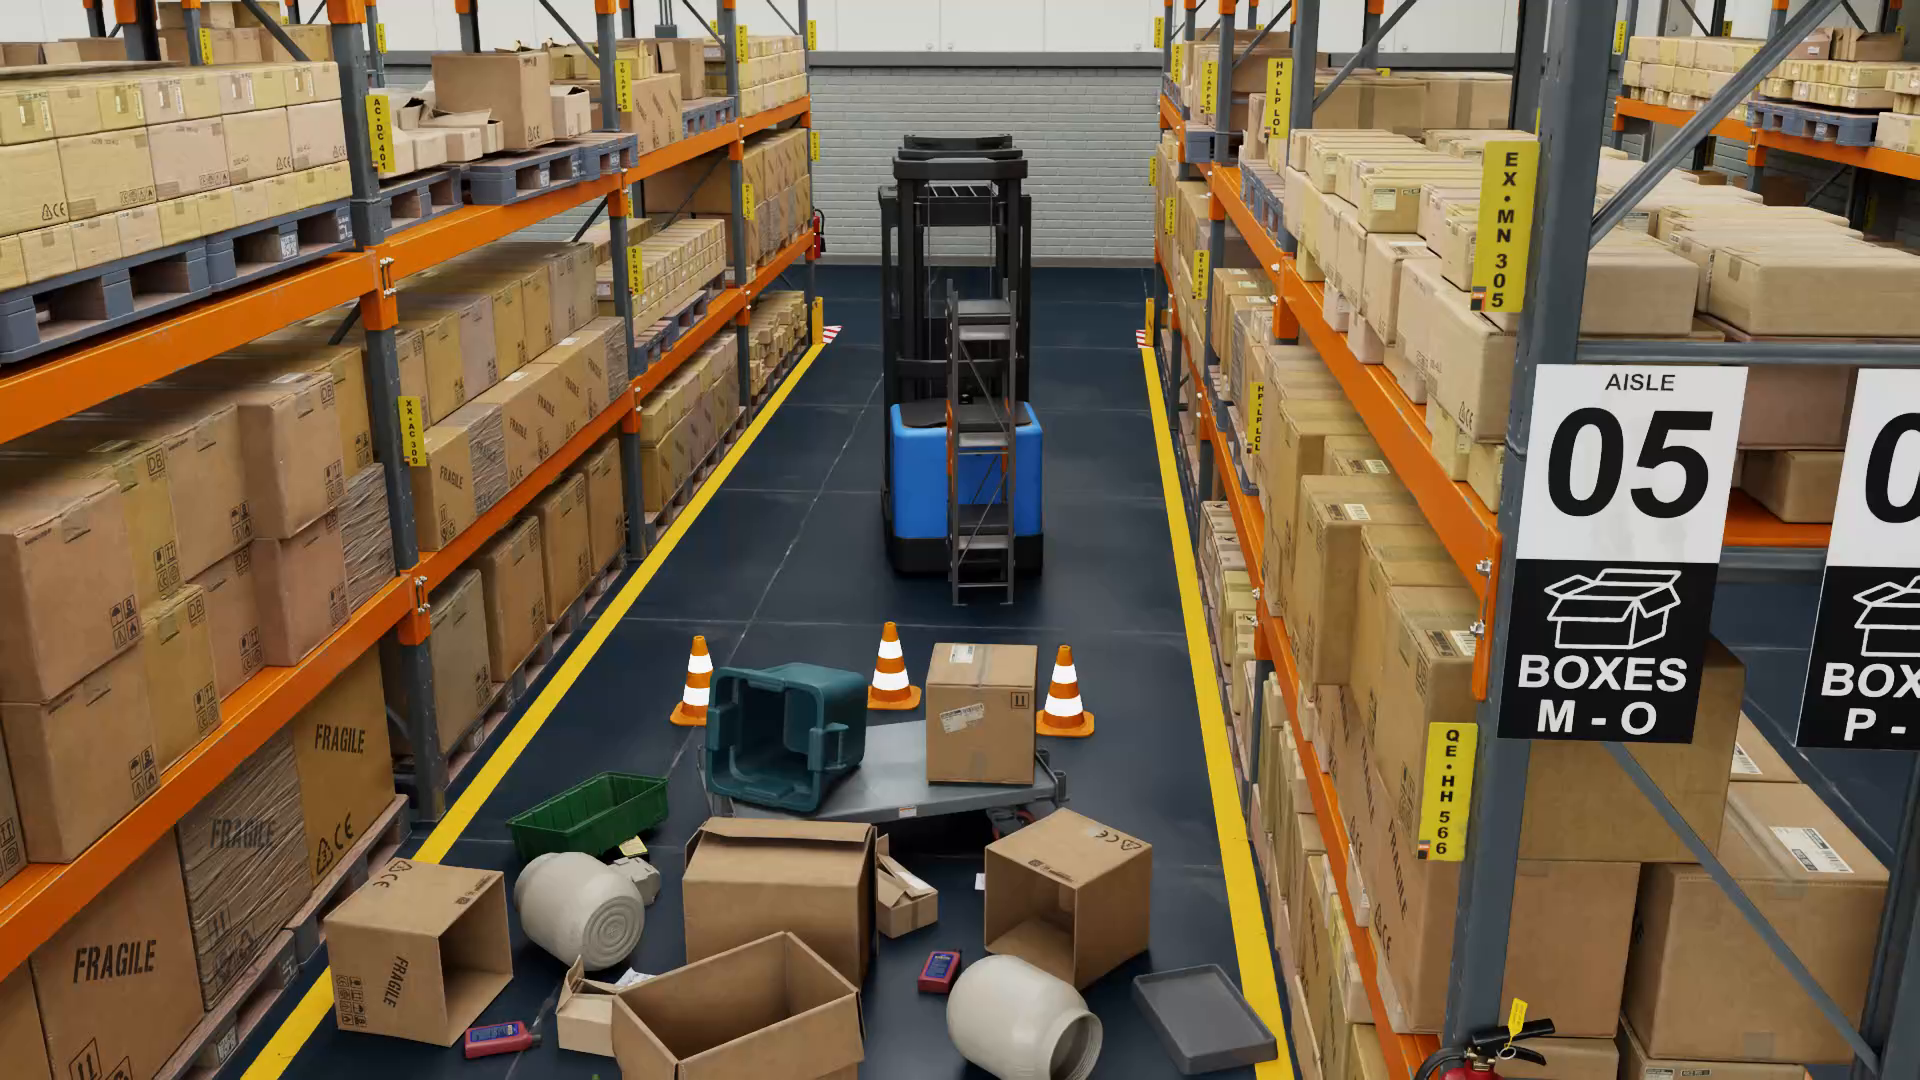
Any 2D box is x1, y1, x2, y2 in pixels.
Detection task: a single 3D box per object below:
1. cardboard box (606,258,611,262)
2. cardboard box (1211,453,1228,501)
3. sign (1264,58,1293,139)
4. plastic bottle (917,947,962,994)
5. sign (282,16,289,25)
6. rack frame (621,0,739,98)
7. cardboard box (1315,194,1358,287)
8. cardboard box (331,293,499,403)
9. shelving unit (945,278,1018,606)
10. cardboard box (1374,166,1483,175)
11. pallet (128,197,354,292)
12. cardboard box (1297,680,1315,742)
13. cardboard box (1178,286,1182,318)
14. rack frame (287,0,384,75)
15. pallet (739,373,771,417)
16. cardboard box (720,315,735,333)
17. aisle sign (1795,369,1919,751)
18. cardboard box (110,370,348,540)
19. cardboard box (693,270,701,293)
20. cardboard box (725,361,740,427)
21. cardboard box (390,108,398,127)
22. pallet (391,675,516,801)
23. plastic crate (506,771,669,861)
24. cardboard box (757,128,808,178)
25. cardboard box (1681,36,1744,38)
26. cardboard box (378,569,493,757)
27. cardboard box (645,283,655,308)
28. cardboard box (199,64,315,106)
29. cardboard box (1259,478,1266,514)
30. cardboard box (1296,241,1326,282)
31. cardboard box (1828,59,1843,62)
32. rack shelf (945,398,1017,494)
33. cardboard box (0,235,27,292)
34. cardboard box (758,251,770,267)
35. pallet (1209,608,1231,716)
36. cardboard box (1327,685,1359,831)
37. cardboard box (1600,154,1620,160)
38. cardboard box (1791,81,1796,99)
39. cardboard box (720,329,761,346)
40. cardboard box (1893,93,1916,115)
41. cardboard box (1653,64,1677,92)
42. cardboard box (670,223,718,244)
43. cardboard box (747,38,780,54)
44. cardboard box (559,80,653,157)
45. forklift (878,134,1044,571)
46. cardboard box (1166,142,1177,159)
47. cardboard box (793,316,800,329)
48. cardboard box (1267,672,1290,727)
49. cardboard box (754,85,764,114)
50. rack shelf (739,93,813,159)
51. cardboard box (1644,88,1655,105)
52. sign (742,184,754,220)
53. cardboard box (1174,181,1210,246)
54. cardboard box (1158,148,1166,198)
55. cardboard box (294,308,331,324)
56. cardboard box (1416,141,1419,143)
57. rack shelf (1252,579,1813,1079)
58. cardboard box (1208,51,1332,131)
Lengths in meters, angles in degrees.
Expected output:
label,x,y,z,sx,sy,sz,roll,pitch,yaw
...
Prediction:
label,x,y,z,sx,sy,sz,roll,pitch,yaw
cardboard box,-3.060,-2.245,13.708,0.380,0.149,0.250,1,18,3
cardboard box,2.306,-0.624,12.249,0.875,0.875,0.875,1,18,3
sign,1.333,-1.849,6.968,0.100,0.325,0.005,1,18,4
plastic bottle,-0.076,1.776,6.905,0.133,0.061,0.283,4,19,13
sign,-7.690,-5.820,19.020,0.100,0.325,0.005,1,18,4
rack frame,-2.484,-5.394,14.433,1.000,3.000,0.127,1,18,4
cardboard box,1.506,-1.029,5.691,0.500,0.250,0.500,1,18,4
cardboard box,-2.956,-1.052,9.051,0.700,0.500,0.500,1,18,4
shelving unit,0.135,-0.639,11.000,0.431,2.100,0.503,-1,18,-4
cardboard box,1.510,-1.089,5.235,0.380,0.149,0.250,2,18,5
pallet,-3.127,-1.188,6.556,1.003,0.211,1.213,1,18,4
cardboard box,1.443,0.628,6.093,0.380,0.149,0.250,1,18,4
cardboard box,2.077,-1.942,13.775,0.500,0.250,0.500,1,18,3
rack frame,-7.137,-6.778,18.658,1.000,3.000,0.127,1,18,4
pallet,-2.471,-1.427,16.440,1.003,0.211,1.213,1,18,4
cardboard box,-2.571,-2.268,17.477,0.380,0.149,0.250,1,18,4
aisle sign,1.905,0.054,3.267,0.394,0.787,0.004,1,18,4
cardboard box,-3.042,-0.356,6.716,0.875,0.550,0.550,1,18,4
cardboard box,-2.385,-2.173,13.967,0.380,0.149,0.250,1,18,2
cardboard box,-2.286,-1.319,14.972,0.500,0.500,0.500,1,18,3
cardboard box,-3.188,-2.048,8.445,0.500,0.250,0.500,1,18,3
pallet,-3.077,1.025,8.955,1.003,0.211,1.213,1,18,4
plastic crate,-1.763,1.334,7.959,0.450,0.188,0.662,0,15,35
cardboard box,-1.982,-4.302,18.490,0.500,0.500,0.500,1,18,3
cardboard box,7.945,-5.186,17.574,0.500,0.250,0.500,1,18,2
cardboard box,-3.103,0.616,8.664,1.050,0.750,0.750,1,18,4
cardboard box,-2.503,-1.835,12.458,0.380,0.149,0.250,1,18,2
cardboard box,-2.784,-1.791,6.543,0.380,0.149,0.250,1,18,4
cardboard box,1.649,-0.226,8.023,0.380,0.149,0.250,2,18,5
cardboard box,1.543,-1.114,6.592,0.380,0.149,0.250,1,18,4
cardboard box,7.507,-3.953,13.944,0.380,0.149,0.250,1,18,3
rack shelf,0.135,-0.626,11.004,0.431,0.518,0.480,-1,18,-4
cardboard box,-2.928,-0.782,4.744,0.380,0.149,0.250,1,18,4
cardboard box,-2.118,-2.831,16.650,0.380,0.149,0.250,2,18,5
pallet,2.026,0.724,9.875,1.003,0.211,1.213,1,18,4
cardboard box,1.444,0.589,5.171,0.500,0.500,0.500,1,18,4
cardboard box,2.023,-1.237,5.687,0.380,0.149,0.250,1,18,3
cardboard box,7.020,-3.663,13.536,0.380,0.149,0.250,1,18,4
cardboard box,-2.209,-2.018,16.714,0.380,0.149,0.250,1,18,2
cardboard box,7.029,-3.170,12.064,0.380,0.149,0.250,2,18,6
cardboard box,7.329,-4.644,16.723,0.500,0.250,0.500,1,18,2
cardboard box,-2.337,-2.694,14.600,0.380,0.149,0.250,1,18,2
cardboard box,-2.051,-5.060,17.028,0.380,0.149,0.250,2,18,5
cardboard box,-2.464,-2.945,11.616,0.500,0.500,0.500,1,18,4
forklift,-0.046,-1.586,12.556,1.130,2.935,3.031,-1,18,-4
cardboard box,2.292,-3.952,16.860,0.380,0.149,0.250,1,18,3
cardboard box,-1.986,-2.440,18.478,0.380,0.149,0.250,1,18,2
cardboard box,1.507,0.678,7.033,0.380,0.149,0.250,2,18,5
cardboard box,-2.161,-4.191,15.820,0.500,0.250,0.500,1,18,3
rack shelf,-2.341,-4.248,16.908,1.077,0.370,4.000,1,18,4
cardboard box,7.295,-4.573,17.147,0.380,0.149,0.250,2,18,5
sign,-1.930,-3.082,15.152,0.100,0.325,0.005,1,18,4
cardboard box,2.142,-2.856,14.557,0.500,0.500,0.500,1,18,5
cardboard box,2.399,-3.926,17.820,0.500,0.500,0.500,1,18,2
cardboard box,-7.232,-2.358,17.539,0.875,0.875,0.875,1,18,4
cardboard box,1.784,-1.718,7.597,0.500,0.250,0.500,1,18,3
rack shelf,1.744,0.984,5.759,1.077,0.370,4.000,1,18,4
cardboard box,2.050,-3.016,11.153,0.797,0.503,0.637,0,18,1
